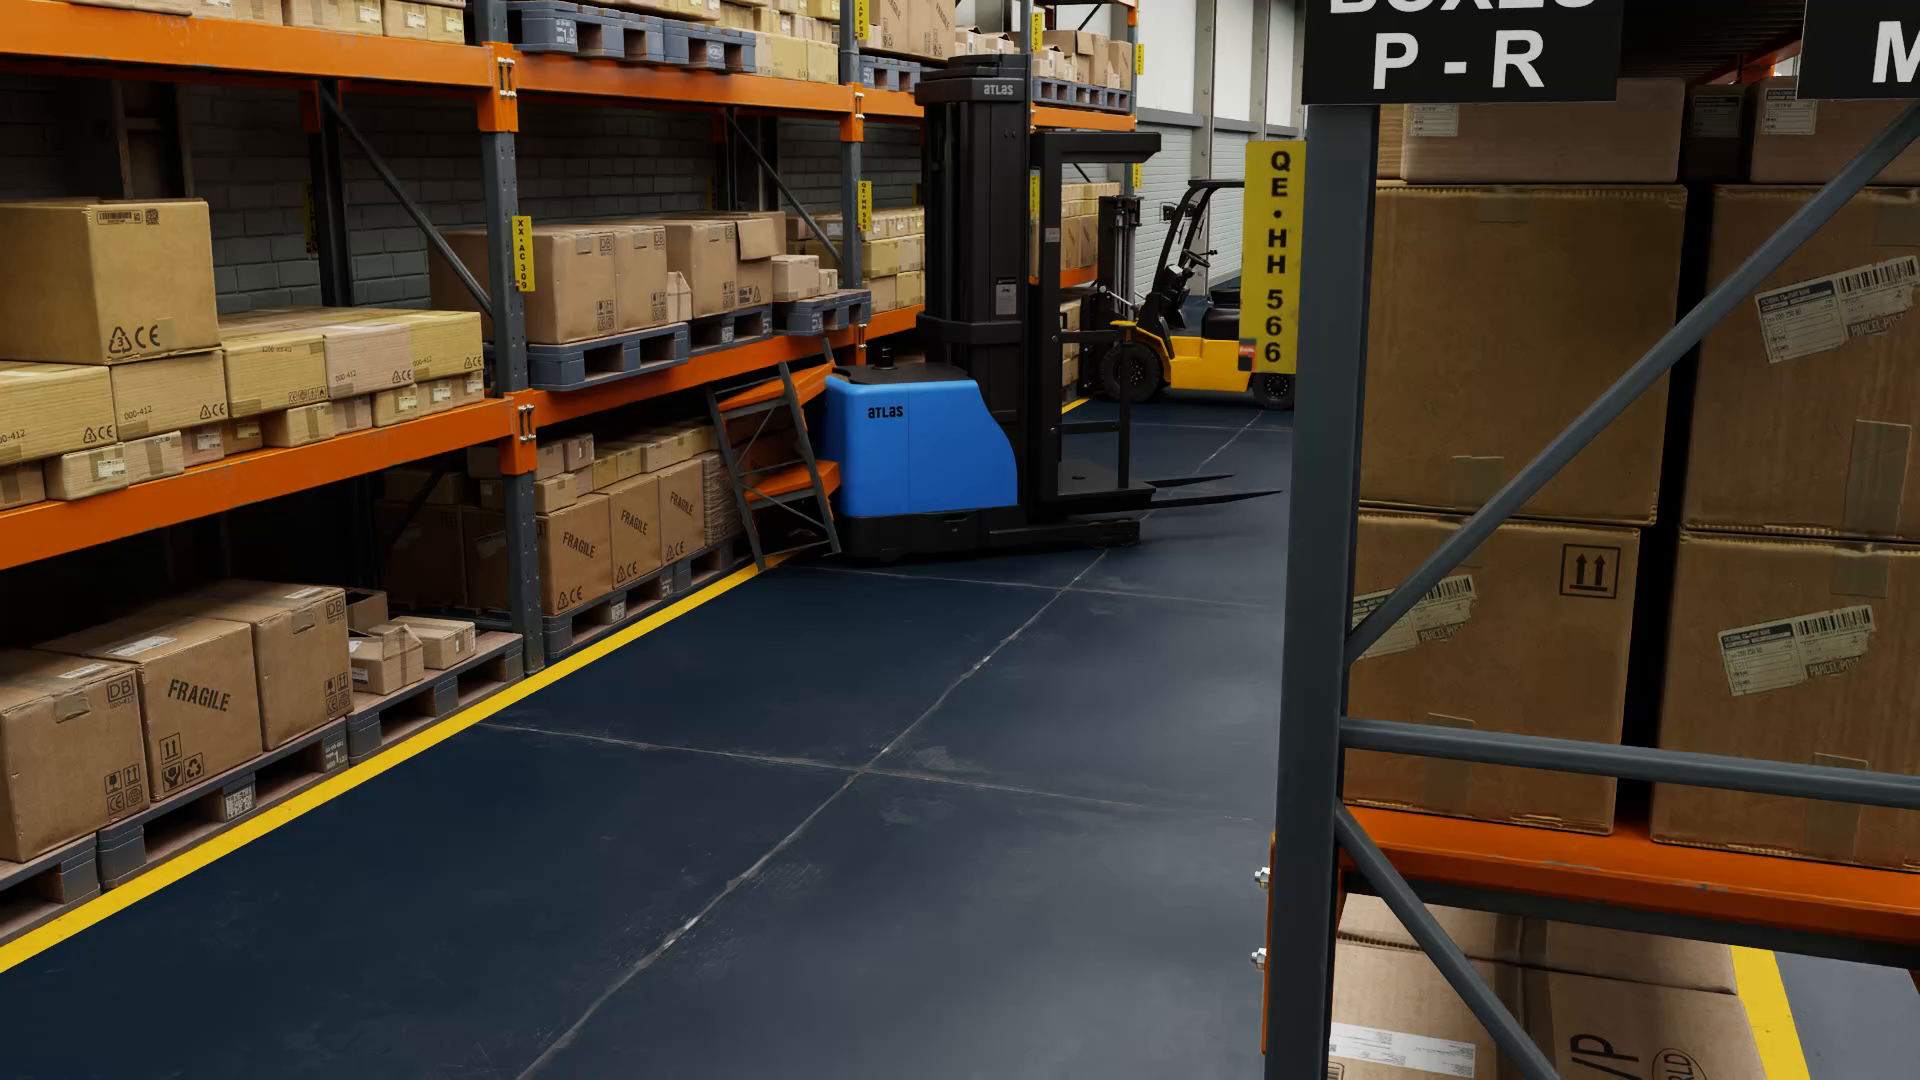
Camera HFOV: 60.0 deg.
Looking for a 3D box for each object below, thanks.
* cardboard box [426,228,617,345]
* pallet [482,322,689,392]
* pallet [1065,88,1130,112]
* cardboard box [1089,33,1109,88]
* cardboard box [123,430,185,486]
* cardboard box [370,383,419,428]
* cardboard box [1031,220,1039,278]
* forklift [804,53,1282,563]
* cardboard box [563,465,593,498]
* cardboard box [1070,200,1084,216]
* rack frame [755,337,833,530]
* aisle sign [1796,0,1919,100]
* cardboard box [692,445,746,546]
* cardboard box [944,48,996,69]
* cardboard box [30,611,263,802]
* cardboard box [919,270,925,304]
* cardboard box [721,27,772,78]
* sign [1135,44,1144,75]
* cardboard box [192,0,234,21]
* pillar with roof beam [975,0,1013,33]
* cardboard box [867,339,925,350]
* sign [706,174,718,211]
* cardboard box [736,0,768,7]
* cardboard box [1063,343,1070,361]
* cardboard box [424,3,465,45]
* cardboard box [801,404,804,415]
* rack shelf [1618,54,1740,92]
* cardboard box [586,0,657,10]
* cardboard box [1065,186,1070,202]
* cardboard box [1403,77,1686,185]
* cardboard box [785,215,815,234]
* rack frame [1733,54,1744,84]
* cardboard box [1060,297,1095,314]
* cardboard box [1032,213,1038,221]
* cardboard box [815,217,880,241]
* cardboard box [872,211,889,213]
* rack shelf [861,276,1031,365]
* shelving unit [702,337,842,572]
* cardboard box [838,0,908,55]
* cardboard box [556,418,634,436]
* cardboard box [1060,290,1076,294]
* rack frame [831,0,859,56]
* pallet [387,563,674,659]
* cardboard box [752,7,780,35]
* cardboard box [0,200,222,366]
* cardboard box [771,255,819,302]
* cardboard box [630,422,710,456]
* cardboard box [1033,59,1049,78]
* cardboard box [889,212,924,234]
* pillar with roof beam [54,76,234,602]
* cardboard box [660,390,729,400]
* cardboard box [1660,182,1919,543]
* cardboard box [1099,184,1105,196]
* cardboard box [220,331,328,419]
[{"bbox_3d":[-2.075,-1.216,7.907,0.700,0.500,0.500,5,14,20],"label":"cardboard box"},{"bbox_3d":[-2.082,-0.944,8.313,1.003,0.211,1.213,4,14,18],"label":"pallet"},{"bbox_3d":[1.186,-4.676,17.691,1.003,0.211,1.213,4,14,18],"label":"pallet"},{"bbox_3d":[1.101,-4.849,16.858,0.700,0.500,0.500,4,14,19],"label":"cardboard box"},{"bbox_3d":[-2.842,-0.286,5.566,0.380,0.149,0.250,5,14,20],"label":"cardboard box"},{"bbox_3d":[-2.433,-0.556,6.749,0.380,0.149,0.250,5,14,20],"label":"cardboard box"},{"bbox_3d":[0.536,-2.685,15.285,0.500,0.500,0.500,4,13,17],"label":"cardboard box"},{"bbox_3d":[0.582,-1.479,10.383,3.031,2.935,1.130,-5,14,-21],"label":"forklift"},{"bbox_3d":[-2.059,-0.299,8.275,0.380,0.149,0.250,4,13,17],"label":"cardboard box"},{"bbox_3d":[1.016,-3.299,16.517,0.380,0.149,0.250,4,13,17],"label":"cardboard box"},{"bbox_3d":[-0.906,-0.654,10.361,0.500,1.125,0.032,-13,12,12],"label":"rack frame"},{"bbox_3d":[1.211,-0.909,1.890,0.394,0.787,0.004,4,14,18],"label":"aisle sign"},{"bbox_3d":[-1.572,-0.275,9.625,0.500,0.500,0.500,4,13,16],"label":"cardboard box"},{"bbox_3d":[0.076,-3.901,13.495,0.380,0.149,0.250,4,14,18],"label":"cardboard box"},{"bbox_3d":[-2.871,0.576,5.897,0.500,0.500,0.500,5,14,19],"label":"cardboard box"},{"bbox_3d":[-0.447,-1.936,12.568,0.500,0.250,0.500,4,13,17],"label":"cardboard box"},{"bbox_3d":[-1.409,-2.772,9.486,0.500,0.250,0.500,4,14,18],"label":"cardboard box"},{"bbox_3d":[1.948,-5.217,18.051,0.100,0.325,0.005,4,14,18],"label":"sign"},{"bbox_3d":[-2.731,-1.854,5.692,0.380,0.149,0.250,4,14,19],"label":"cardboard box"},{"bbox_3d":[4.434,-5.937,16.275,9.100,9.000,0.400,4,14,18],"label":"pillar with roof beam"},{"bbox_3d":[-0.272,-1.335,13.988,0.875,0.625,0.625,4,14,18],"label":"cardboard box"},{"bbox_3d":[-1.676,-2.323,11.322,0.100,0.325,0.005,4,14,18],"label":"sign"},{"bbox_3d":[-1.321,-3.134,9.510,0.380,0.149,0.250,4,13,17],"label":"cardboard box"},{"bbox_3d":[0.755,-1.855,15.987,0.500,0.250,0.500,4,14,18],"label":"cardboard box"},{"bbox_3d":[-2.280,-2.120,6.858,0.380,0.149,0.250,4,14,18],"label":"cardboard box"},{"bbox_3d":[-1.128,-0.840,10.641,0.380,0.149,0.250,4,13,15],"label":"cardboard box"},{"bbox_3d":[2.902,-2.053,7.618,1.077,0.370,4.000,4,14,18],"label":"rack shelf"},{"bbox_3d":[-1.702,-2.664,8.074,0.380,0.149,0.250,5,14,19],"label":"cardboard box"},{"bbox_3d":[0.841,-3.336,16.014,0.380,0.149,0.250,4,13,18],"label":"cardboard box"},{"bbox_3d":[0.887,-0.621,2.536,0.380,0.149,0.250,5,14,19],"label":"cardboard box"},{"bbox_3d":[-1.257,-2.230,11.836,0.380,0.149,0.250,5,14,20],"label":"cardboard box"},{"bbox_3d":[2.254,-0.520,6.027,1.000,3.000,0.127,4,14,18],"label":"rack frame"},{"bbox_3d":[1.101,-2.315,16.877,0.500,0.250,0.500,4,13,17],"label":"cardboard box"},{"bbox_3d":[0.497,-2.974,15.097,0.380,0.149,0.250,4,13,18],"label":"cardboard box"},{"bbox_3d":[-0.767,-2.130,11.397,0.380,0.149,0.250,5,14,20],"label":"cardboard box"},{"bbox_3d":[-0.757,-2.492,12.982,0.380,0.149,0.250,5,14,20],"label":"cardboard box"},{"bbox_3d":[-0.502,-1.790,13.204,1.077,0.370,4.000,4,14,18],"label":"rack shelf"},{"bbox_3d":[-0.984,-0.531,9.874,0.538,1.125,1.048,-13,12,12],"label":"shelving unit"},{"bbox_3d":[-0.684,-3.619,11.468,0.500,0.500,0.500,4,14,19],"label":"cardboard box"},{"bbox_3d":[-2.108,-0.604,9.610,0.380,0.149,0.250,4,13,16],"label":"cardboard box"},{"bbox_3d":[0.946,-2.562,17.961,0.500,0.250,0.500,4,14,18],"label":"cardboard box"},{"bbox_3d":[-1.149,-4.644,10.611,1.000,3.000,0.127,4,14,18],"label":"rack frame"},{"bbox_3d":[-2.216,0.309,8.662,1.003,0.211,1.213,4,14,18],"label":"pallet"},{"bbox_3d":[-1.287,-3.049,9.804,0.380,0.149,0.250,4,14,18],"label":"cardboard box"},{"bbox_3d":[-2.851,-0.864,5.517,0.500,0.500,0.500,5,14,20],"label":"cardboard box"},{"bbox_3d":[-1.184,-1.605,10.174,0.500,0.250,0.500,4,13,16],"label":"cardboard box"},{"bbox_3d":[-1.653,-0.574,9.478,0.380,0.149,0.250,4,14,19],"label":"cardboard box"},{"bbox_3d":[0.577,-4.227,14.923,0.380,0.149,0.250,5,14,20],"label":"cardboard box"},{"bbox_3d":[-0.360,-2.403,12.591,0.380,0.149,0.250,5,14,20],"label":"cardboard box"},{"bbox_3d":[0.552,-3.410,5.205,9.100,9.000,0.400,4,14,18],"label":"pillar with roof beam"},{"bbox_3d":[-1.724,-0.880,10.819,0.380,0.149,0.250,5,14,20],"label":"cardboard box"},{"bbox_3d":[1.385,-0.295,2.567,0.500,0.500,0.500,4,13,17],"label":"cardboard box"},{"bbox_3d":[1.283,-3.602,17.177,0.380,0.149,0.250,5,14,20],"label":"cardboard box"},{"bbox_3d":[-2.699,-0.613,6.103,0.500,0.250,0.500,4,14,18],"label":"cardboard box"}]
